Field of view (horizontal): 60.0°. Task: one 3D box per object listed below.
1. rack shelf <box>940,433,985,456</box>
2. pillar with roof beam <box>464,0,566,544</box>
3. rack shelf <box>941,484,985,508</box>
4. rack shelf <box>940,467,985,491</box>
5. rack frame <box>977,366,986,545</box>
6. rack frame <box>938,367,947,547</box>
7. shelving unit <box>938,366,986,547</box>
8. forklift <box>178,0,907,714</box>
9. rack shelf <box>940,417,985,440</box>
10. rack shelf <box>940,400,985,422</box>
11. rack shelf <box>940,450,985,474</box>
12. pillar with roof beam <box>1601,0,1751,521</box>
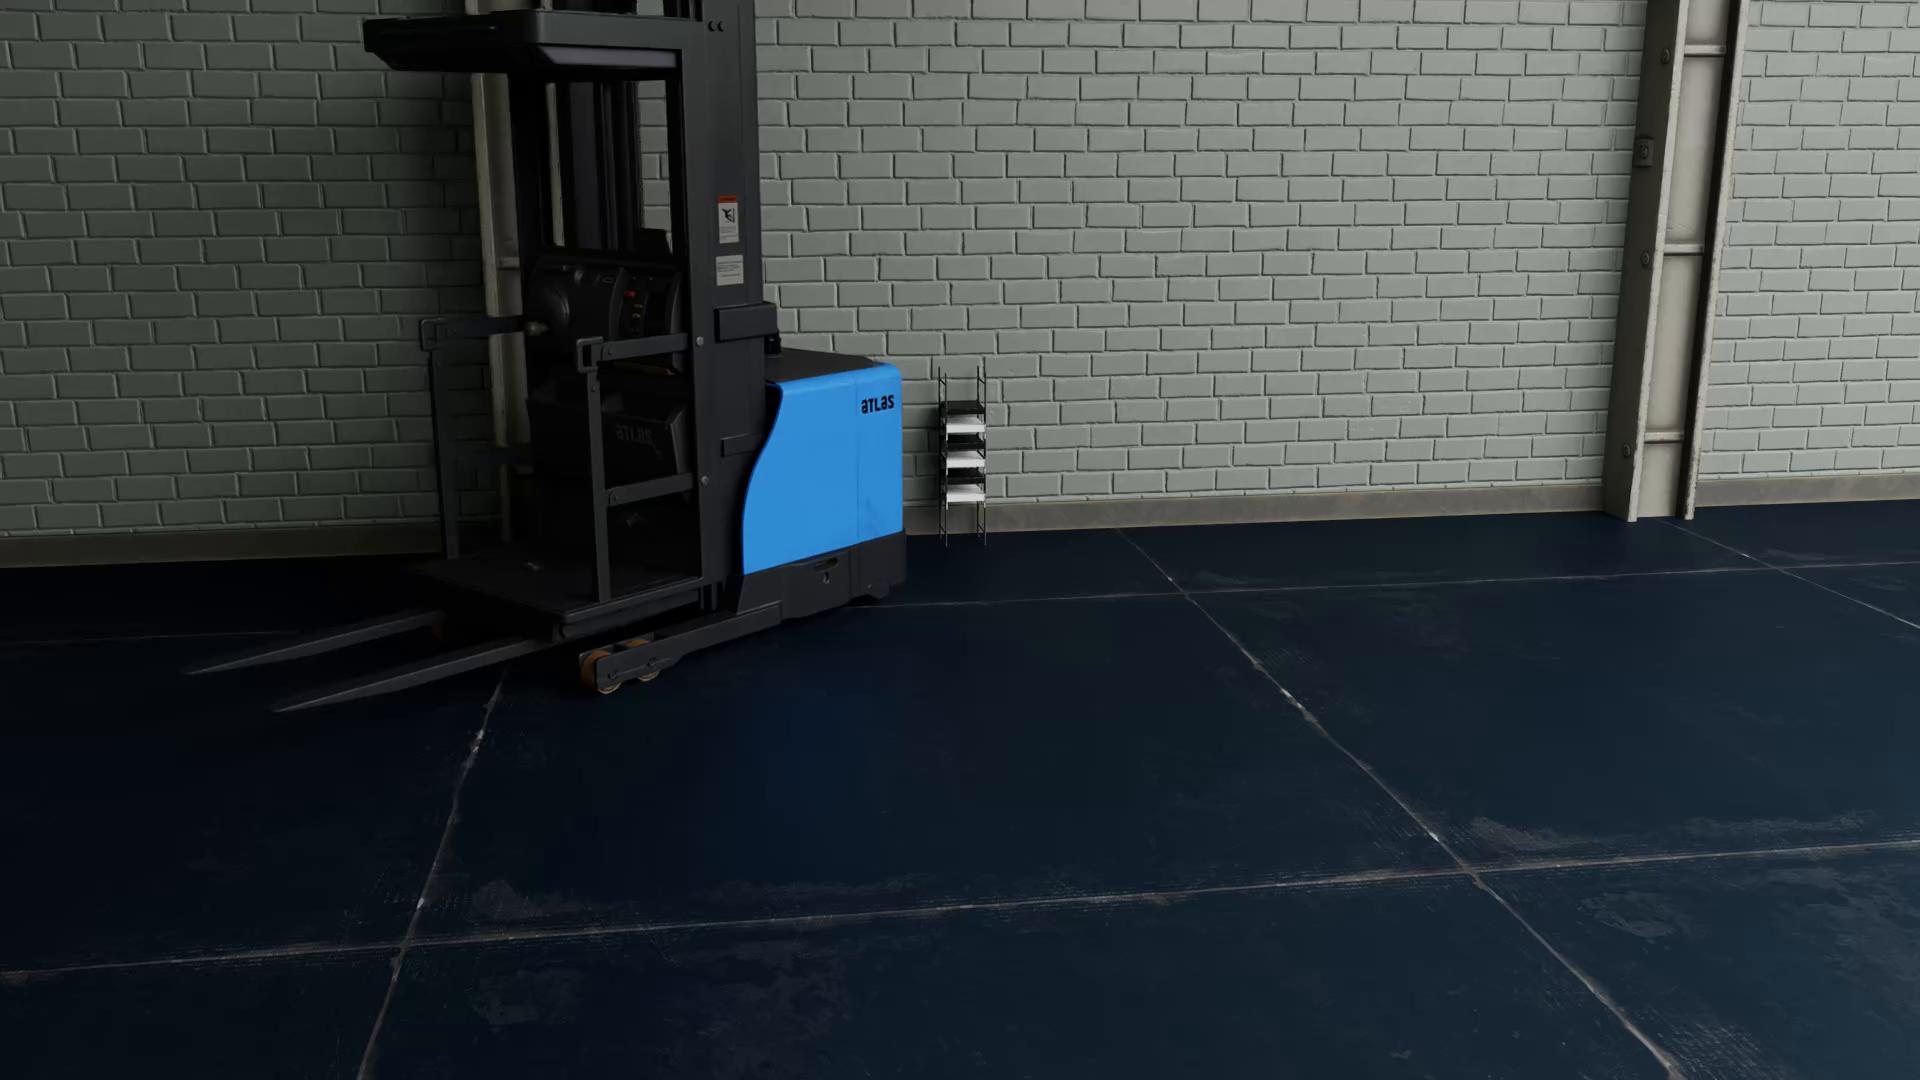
[{"bbox_3d":[0.011,-0.490,8.592,0.200,0.077,0.258,-2,14,-9],"label":"rack shelf"},{"bbox_3d":[-1.456,-3.258,3.212,0.400,9.000,9.100,-2,14,-8],"label":"pillar with roof beam"},{"bbox_3d":[0.011,-0.228,8.658,0.200,0.077,0.258,-2,14,-9],"label":"rack shelf"},{"bbox_3d":[0.011,-0.315,8.636,0.200,0.077,0.258,-2,14,-9],"label":"rack shelf"},{"bbox_3d":[0.111,-0.439,8.622,0.006,0.900,0.240,-2,14,-9],"label":"rack frame"},{"bbox_3d":[-0.089,-0.431,8.590,0.006,0.900,0.240,-2,14,-9],"label":"rack frame"},{"bbox_3d":[0.011,-0.435,8.606,0.210,0.900,0.258,-2,14,-9],"label":"shelving unit"},{"bbox_3d":[-1.574,-0.969,6.560,1.130,2.935,3.031,11,18,38],"label":"forklift"},{"bbox_3d":[0.011,-0.577,8.570,0.200,0.077,0.258,-2,14,-9],"label":"rack shelf"},{"bbox_3d":[0.011,-0.664,8.548,0.200,0.077,0.258,-2,14,-9],"label":"rack shelf"},{"bbox_3d":[0.011,-0.403,8.614,0.200,0.077,0.258,-2,14,-9],"label":"rack shelf"},{"bbox_3d":[4.477,-3.475,4.079,0.400,9.000,9.100,-2,14,-8],"label":"pillar with roof beam"}]
